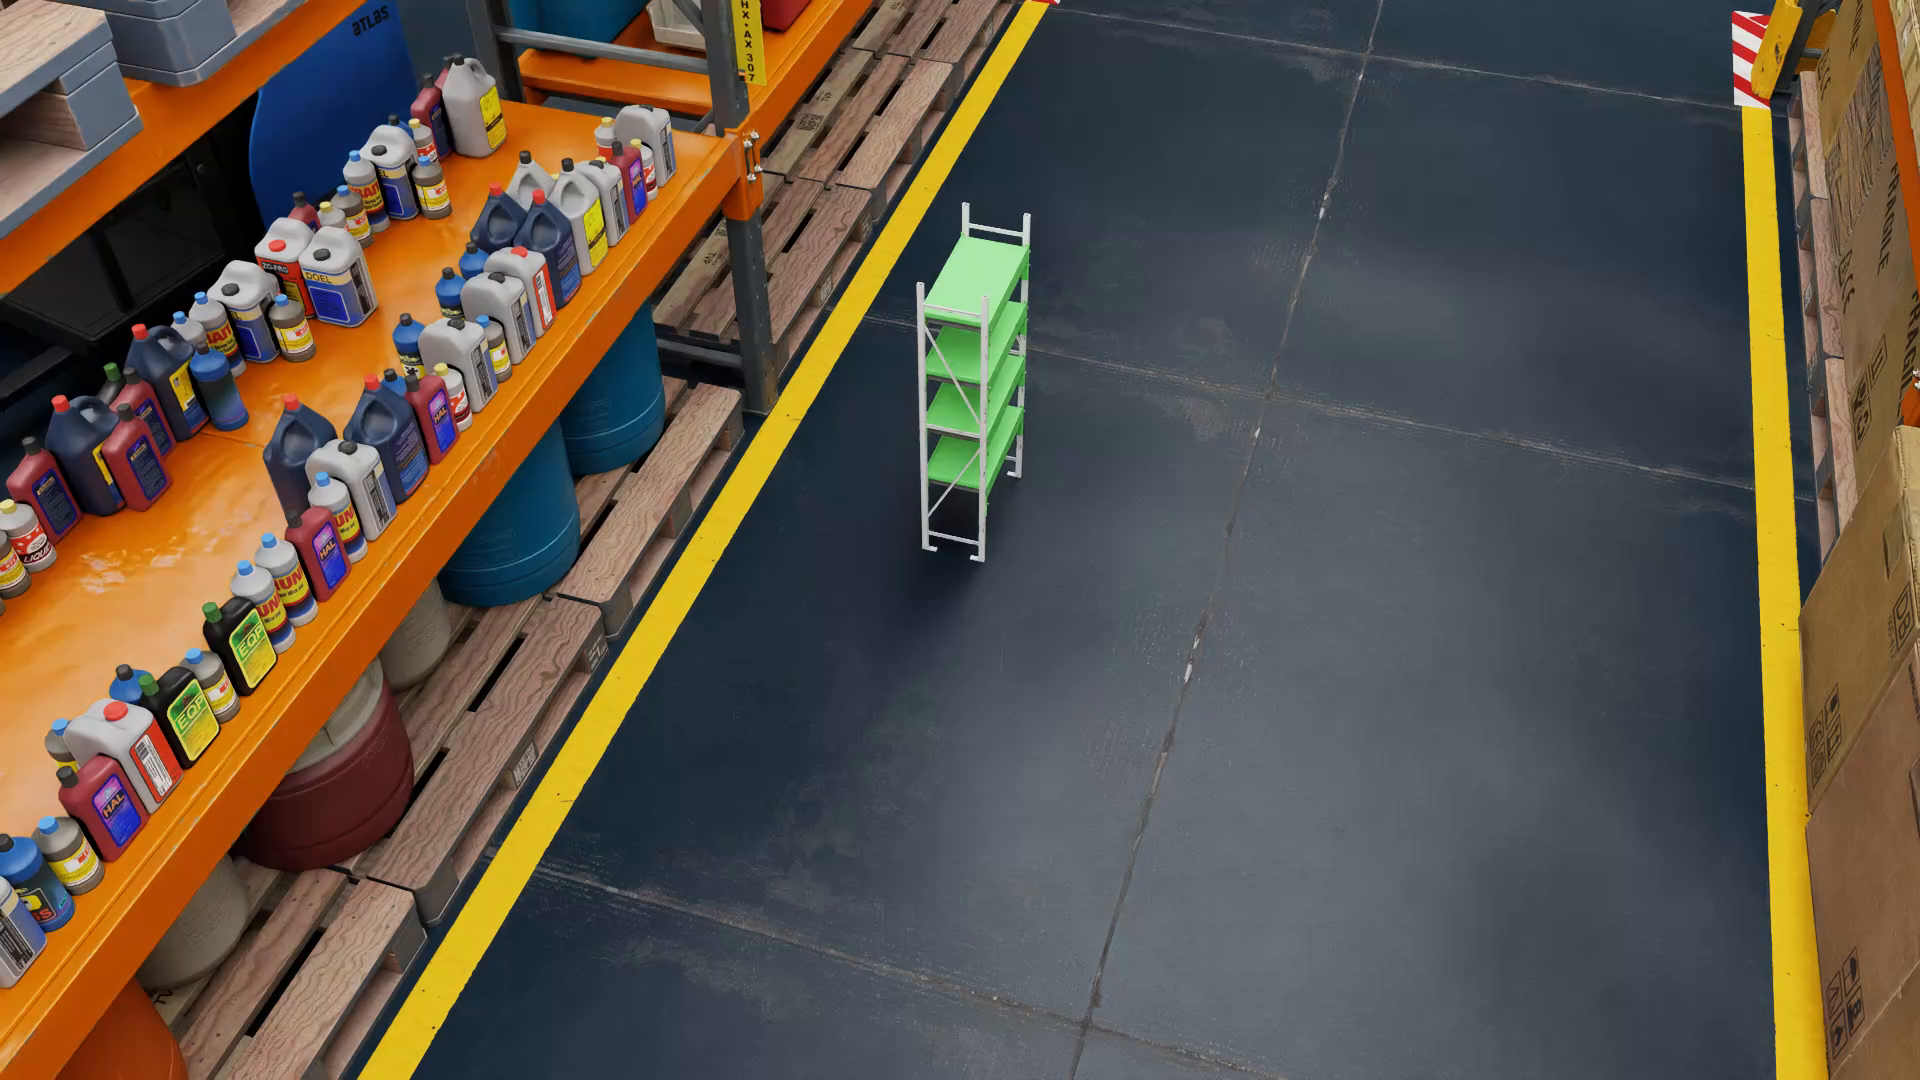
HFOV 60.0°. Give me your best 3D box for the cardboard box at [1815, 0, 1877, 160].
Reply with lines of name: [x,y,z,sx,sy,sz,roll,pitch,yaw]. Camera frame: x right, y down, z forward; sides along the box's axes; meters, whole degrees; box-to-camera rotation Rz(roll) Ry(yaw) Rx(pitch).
cardboard box: [4.575,-2.279,7.654,0.875,0.875,0.875,13,46,13]

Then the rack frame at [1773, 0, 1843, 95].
rack frame: [4.692,-3.332,7.511,1.000,3.000,0.127,13,46,13]

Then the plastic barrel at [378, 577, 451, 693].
plastic barrel: [-1.891,0.212,5.367,0.421,0.512,0.421,0,44,0]

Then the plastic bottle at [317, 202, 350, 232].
plastic bottle: [-1.974,-0.971,5.240,0.097,0.201,0.097,0,44,0]

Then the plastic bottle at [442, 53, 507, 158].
plastic bottle: [-1.667,-1.505,5.678,0.144,0.351,0.185,13,46,13]

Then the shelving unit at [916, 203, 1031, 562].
shelving unit: [0.050,-0.539,5.943,0.258,1.200,0.503,13,46,13]

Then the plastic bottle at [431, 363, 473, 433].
plastic bottle: [-1.434,-0.406,4.662,0.097,0.201,0.097,0,44,0]

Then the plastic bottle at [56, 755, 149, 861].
plastic bottle: [-1.869,0.563,3.613,0.061,0.283,0.133,13,46,13]

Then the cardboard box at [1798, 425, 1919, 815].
cardboard box: [3.306,0.374,4.942,1.225,0.875,0.875,13,46,13]

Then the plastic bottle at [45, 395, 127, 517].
plastic bottle: [-2.301,-0.250,4.396,0.144,0.351,0.185,13,46,13]

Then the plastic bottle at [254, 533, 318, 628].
plastic bottle: [-1.671,0.090,4.106,0.097,0.271,0.097,0,44,0]

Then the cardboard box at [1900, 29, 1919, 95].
cardboard box: [3.650,-1.706,6.028,0.380,0.149,0.250,12,46,12]

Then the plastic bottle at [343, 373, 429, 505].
plastic bottle: [-1.540,-0.281,4.428,0.144,0.351,0.185,13,46,13]

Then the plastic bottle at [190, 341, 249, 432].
plastic bottle: [-2.076,-0.438,4.645,0.097,0.271,0.097,0,44,0]

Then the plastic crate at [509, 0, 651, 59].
plastic crate: [-1.423,-2.114,6.234,0.392,0.384,0.575,13,46,13]

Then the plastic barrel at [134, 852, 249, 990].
plastic barrel: [-2.233,0.965,4.598,0.421,0.512,0.421,0,44,0]

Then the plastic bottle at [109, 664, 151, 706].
plastic bottle: [-1.868,0.384,3.805,0.097,0.271,0.097,0,44,0]

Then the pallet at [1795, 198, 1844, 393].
pallet: [4.153,-0.976,7.096,1.003,0.211,1.213,13,46,12]

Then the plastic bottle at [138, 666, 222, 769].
plastic bottle: [-1.788,0.385,3.796,0.061,0.283,0.133,13,46,13]

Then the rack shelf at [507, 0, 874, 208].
rack shelf: [-0.634,-2.791,7.472,1.077,0.370,4.000,13,46,13]

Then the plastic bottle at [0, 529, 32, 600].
plastic bottle: [-2.436,0.046,4.200,0.097,0.201,0.097,0,44,0]

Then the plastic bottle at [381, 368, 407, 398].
plastic bottle: [-1.533,-0.355,4.560,0.097,0.271,0.097,0,44,0]

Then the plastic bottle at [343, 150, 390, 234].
plastic bottle: [-1.915,-1.126,5.348,0.097,0.271,0.097,0,44,0]

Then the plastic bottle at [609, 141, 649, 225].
plastic bottle: [-1.077,-1.178,5.393,0.061,0.283,0.133,13,46,13]

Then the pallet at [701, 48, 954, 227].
pallet: [-0.686,-2.033,8.176,1.003,0.211,1.213,13,46,13]

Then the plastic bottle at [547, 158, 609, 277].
plastic bottle: [-1.206,-1.016,5.178,0.144,0.351,0.185,13,46,13]

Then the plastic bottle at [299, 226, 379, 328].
plastic bottle: [-1.878,-0.794,5.005,0.152,0.276,0.135,13,46,13]

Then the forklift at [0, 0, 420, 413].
forklift: [-3.645,-2.050,6.249,1.130,2.935,3.031,22,48,21]

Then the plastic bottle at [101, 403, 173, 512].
plastic bottle: [-2.195,-0.222,4.415,0.061,0.283,0.133,13,46,13]

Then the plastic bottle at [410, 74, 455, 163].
plastic bottle: [-1.798,-1.430,5.651,0.061,0.283,0.133,13,46,13]

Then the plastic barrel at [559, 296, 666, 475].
plastic barrel: [-1.421,-0.756,6.078,0.600,0.901,0.708,13,46,13]

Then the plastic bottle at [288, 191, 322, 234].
plastic bottle: [-2.026,-0.927,5.136,0.061,0.283,0.133,13,46,13]

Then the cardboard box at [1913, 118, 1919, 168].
cardboard box: [3.495,-1.363,5.678,0.380,0.149,0.250,13,46,13]

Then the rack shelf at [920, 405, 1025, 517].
rack shelf: [0.050,-0.322,6.156,0.258,0.148,0.480,13,46,13]

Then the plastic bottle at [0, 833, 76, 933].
plastic bottle: [-1.951,0.706,3.476,0.097,0.271,0.097,0,44,0]

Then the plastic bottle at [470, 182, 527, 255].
plastic bottle: [-1.399,-0.923,5.084,0.144,0.351,0.185,13,46,13]

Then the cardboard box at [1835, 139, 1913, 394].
cardboard box: [4.030,-1.080,6.428,0.875,0.875,0.875,13,46,13]

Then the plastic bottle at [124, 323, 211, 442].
plastic bottle: [-2.205,-0.463,4.613,0.144,0.351,0.185,13,46,13]

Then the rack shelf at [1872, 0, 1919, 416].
rack shelf: [4.087,-1.742,6.400,1.077,0.370,4.000,13,46,13]

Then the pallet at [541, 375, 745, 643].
pallet: [-1.513,-0.213,6.317,1.003,0.211,1.213,13,46,13]

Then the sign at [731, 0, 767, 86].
sign: [-0.716,-1.696,5.641,0.100,0.325,0.005,13,46,13]

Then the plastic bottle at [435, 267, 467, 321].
plastic bottle: [-1.479,-0.683,4.895,0.097,0.271,0.097,0,44,0]

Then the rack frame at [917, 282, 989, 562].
rack frame: [-0.024,-0.377,5.777,0.240,1.200,0.015,13,46,13]

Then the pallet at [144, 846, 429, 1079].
pallet: [-2.252,1.413,4.655,1.003,0.211,1.213,13,46,13]

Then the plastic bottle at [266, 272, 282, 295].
plastic bottle: [-2.084,-0.728,4.991,0.097,0.201,0.097,0,44,0]

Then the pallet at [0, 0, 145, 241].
pallet: [-2.126,-0.543,2.650,1.003,0.211,1.213,13,46,13]

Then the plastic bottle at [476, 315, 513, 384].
plastic bottle: [-1.364,-0.561,4.820,0.097,0.201,0.097,0,44,0]

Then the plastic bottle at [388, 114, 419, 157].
plastic bottle: [-1.845,-1.281,5.506,0.097,0.271,0.097,0,44,0]

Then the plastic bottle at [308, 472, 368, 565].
plastic bottle: [-1.601,-0.064,4.263,0.097,0.271,0.097,0,44,0]

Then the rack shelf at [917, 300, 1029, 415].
rack shelf: [0.050,-0.665,5.820,0.258,0.148,0.480,13,46,13]

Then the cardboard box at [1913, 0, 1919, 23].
cardboard box: [3.830,-2.091,6.137,0.500,0.250,0.500,12,46,12]

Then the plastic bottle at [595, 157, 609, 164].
plastic bottle: [-1.158,-1.154,5.426,0.097,0.201,0.097,0,44,0]

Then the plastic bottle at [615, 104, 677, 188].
plastic bottle: [-1.051,-1.340,5.563,0.152,0.276,0.135,13,46,13]

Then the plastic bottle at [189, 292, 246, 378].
plastic bottle: [-2.155,-0.598,4.808,0.097,0.271,0.097,0,44,0]

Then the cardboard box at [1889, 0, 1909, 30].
cardboard box: [3.806,-2.050,6.380,0.380,0.149,0.250,11,46,11]

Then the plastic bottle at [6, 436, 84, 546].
plastic bottle: [-2.389,-0.129,4.321,0.061,0.283,0.133,13,46,13]

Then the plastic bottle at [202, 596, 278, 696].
plastic bottle: [-1.718,0.231,3.953,0.061,0.283,0.133,13,46,13]

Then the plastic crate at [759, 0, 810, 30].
plastic crate: [-0.730,-2.301,6.369,0.402,0.464,0.583,13,46,13]

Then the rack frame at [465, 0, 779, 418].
rack frame: [-1.240,-1.715,5.858,1.000,3.000,0.127,13,46,13]

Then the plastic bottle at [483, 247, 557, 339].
plastic bottle: [-1.314,-0.760,4.971,0.152,0.276,0.135,13,46,13]
